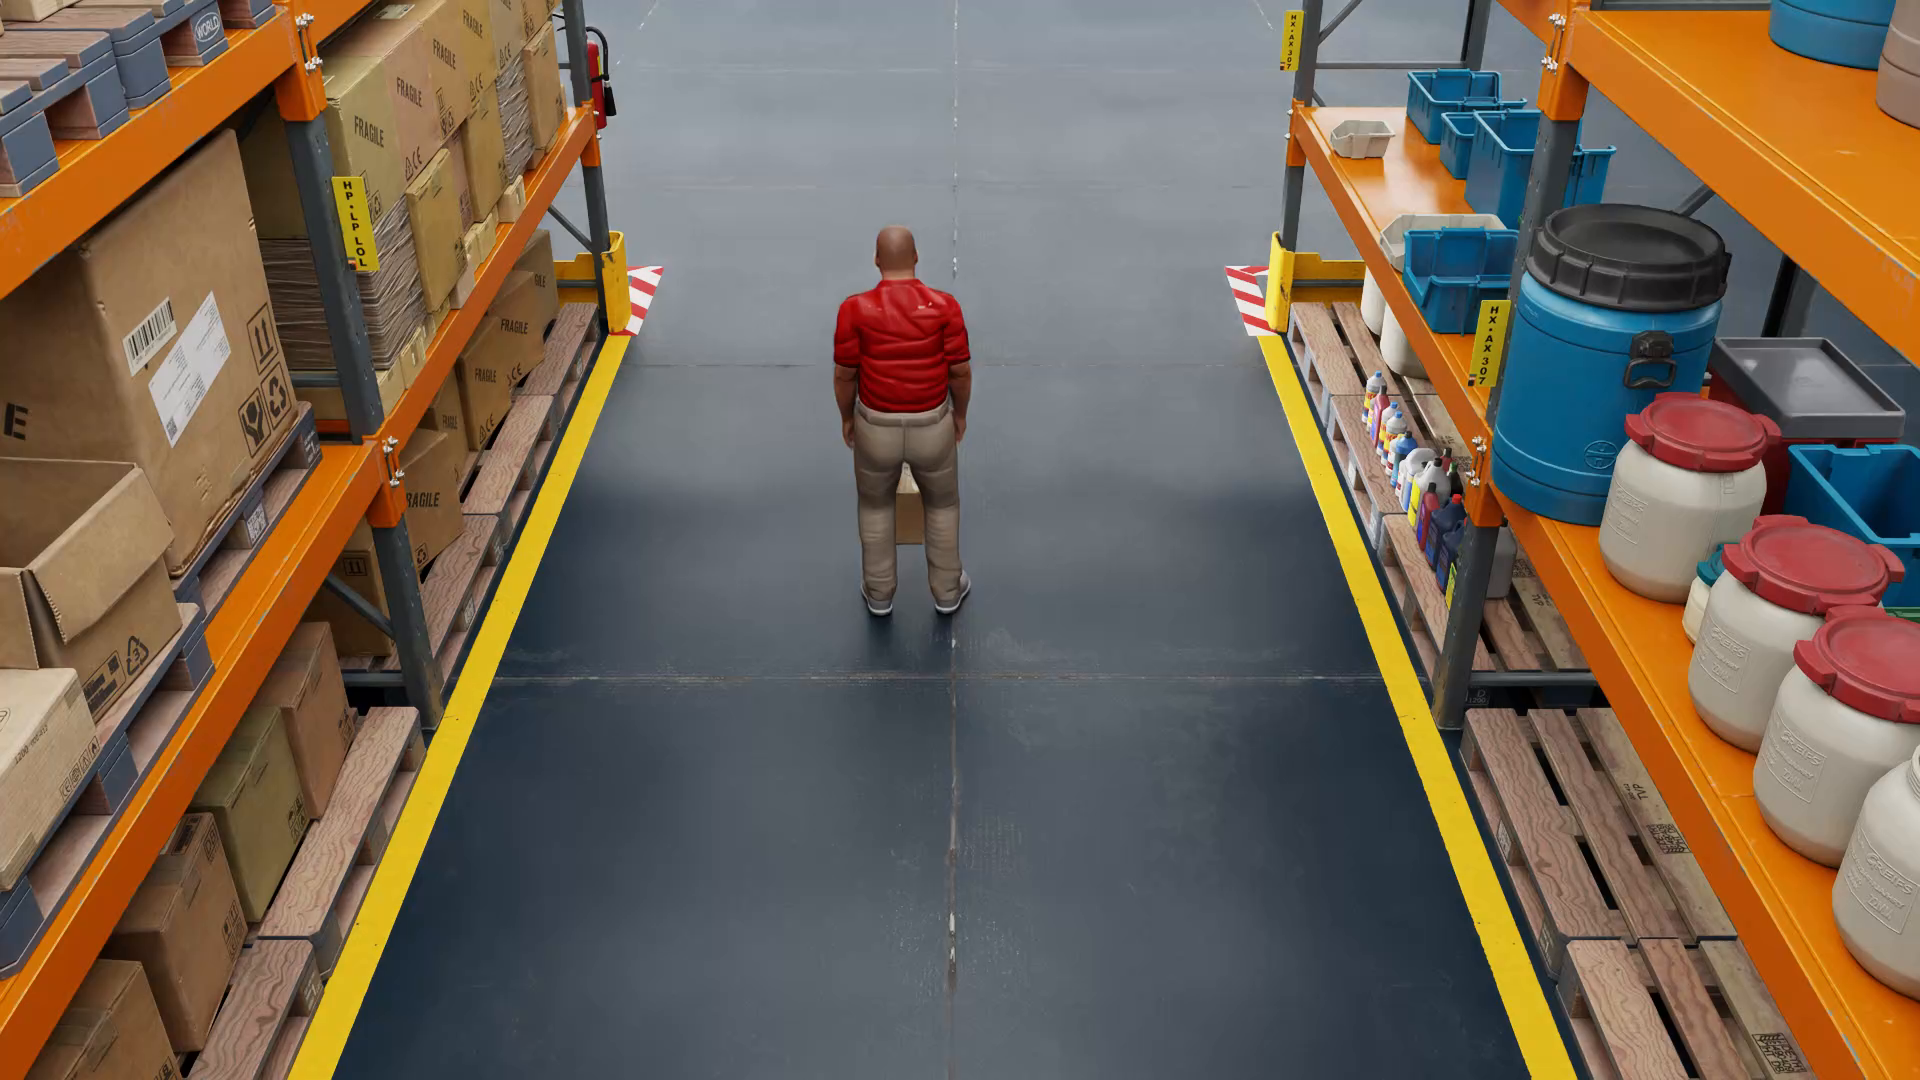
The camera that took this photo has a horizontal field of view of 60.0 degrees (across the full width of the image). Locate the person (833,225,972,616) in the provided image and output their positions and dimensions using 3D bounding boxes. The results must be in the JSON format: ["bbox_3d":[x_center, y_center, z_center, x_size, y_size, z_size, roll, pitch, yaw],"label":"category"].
[{"bbox_3d":[-0.232,-0.470,6.916,0.568,1.729,0.391,-1,31,-2],"label":"person"}]
